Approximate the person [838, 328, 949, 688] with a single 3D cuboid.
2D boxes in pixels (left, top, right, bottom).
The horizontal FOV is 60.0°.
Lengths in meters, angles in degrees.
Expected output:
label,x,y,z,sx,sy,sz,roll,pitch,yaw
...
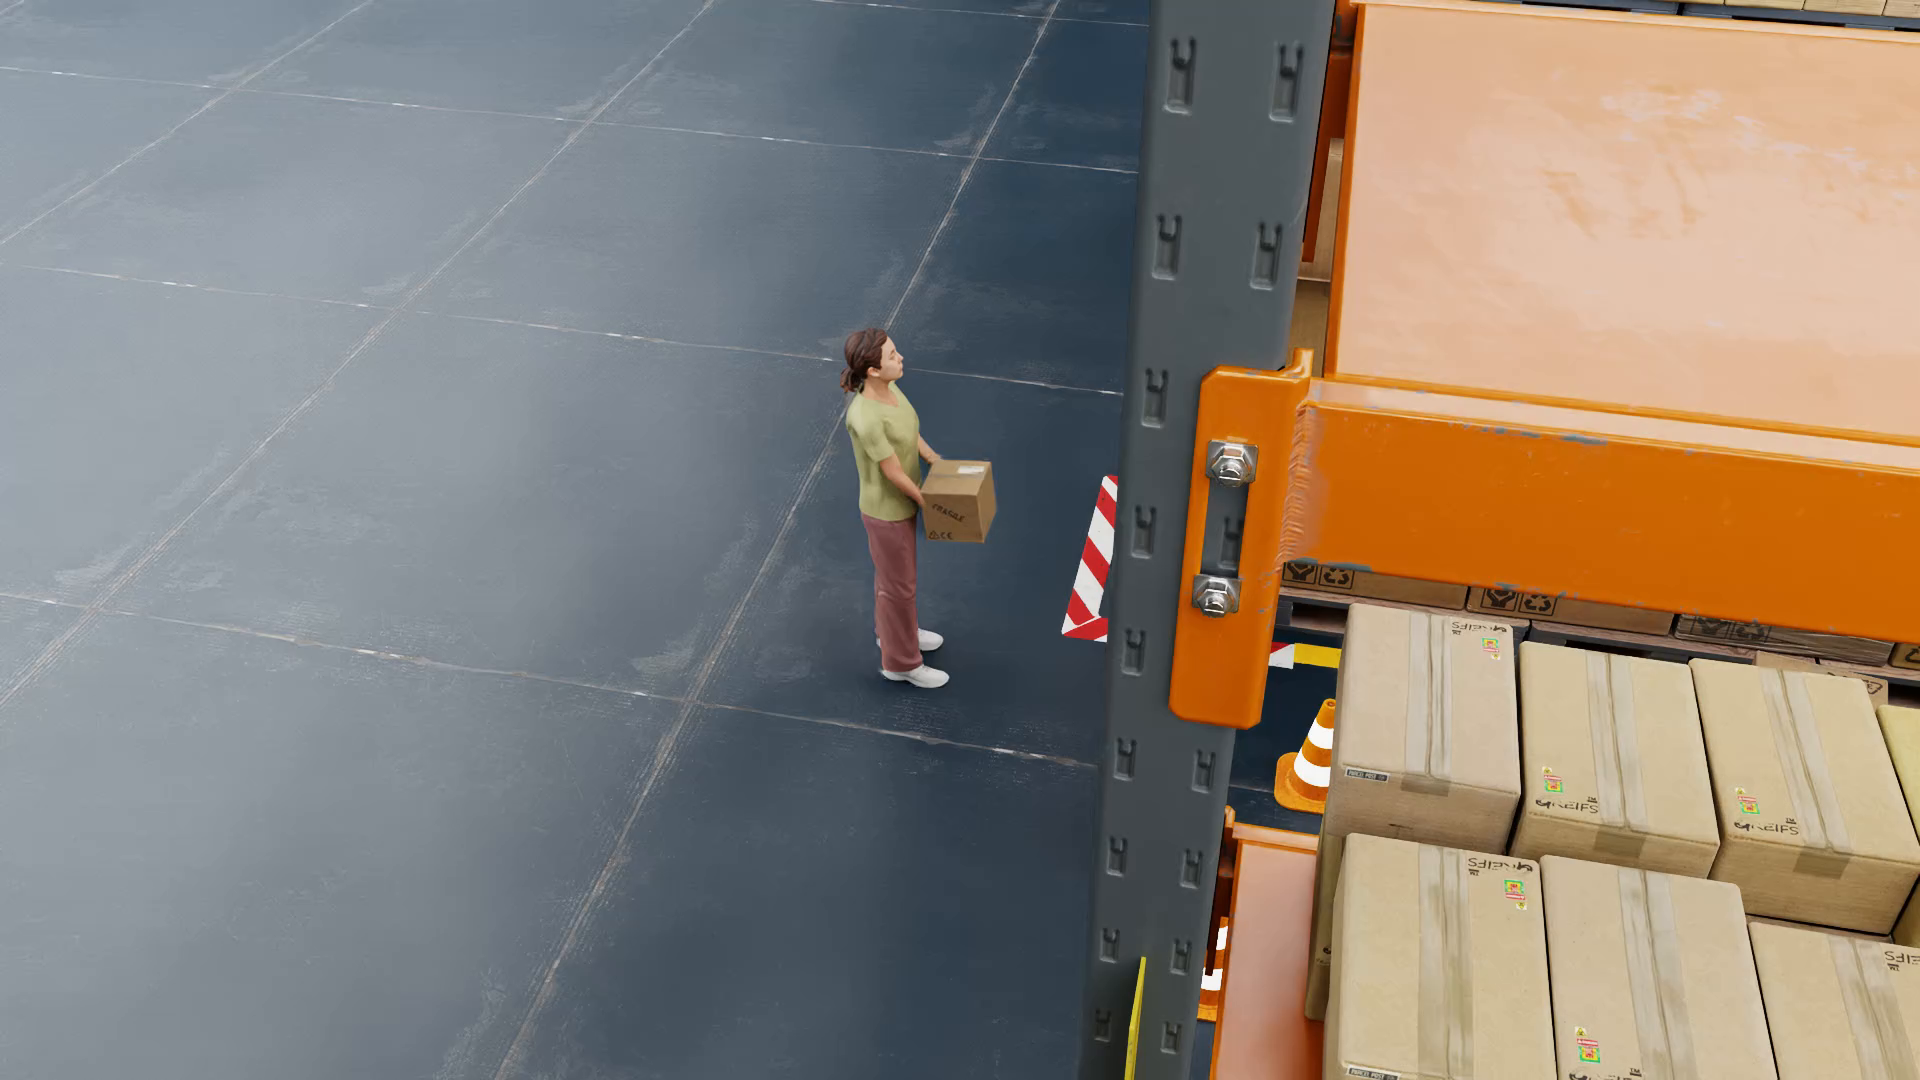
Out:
label,x,y,z,sx,sy,sz,roll,pitch,yaw
person,-0.252,-0.152,7.166,0.519,1.676,0.475,4,37,6
